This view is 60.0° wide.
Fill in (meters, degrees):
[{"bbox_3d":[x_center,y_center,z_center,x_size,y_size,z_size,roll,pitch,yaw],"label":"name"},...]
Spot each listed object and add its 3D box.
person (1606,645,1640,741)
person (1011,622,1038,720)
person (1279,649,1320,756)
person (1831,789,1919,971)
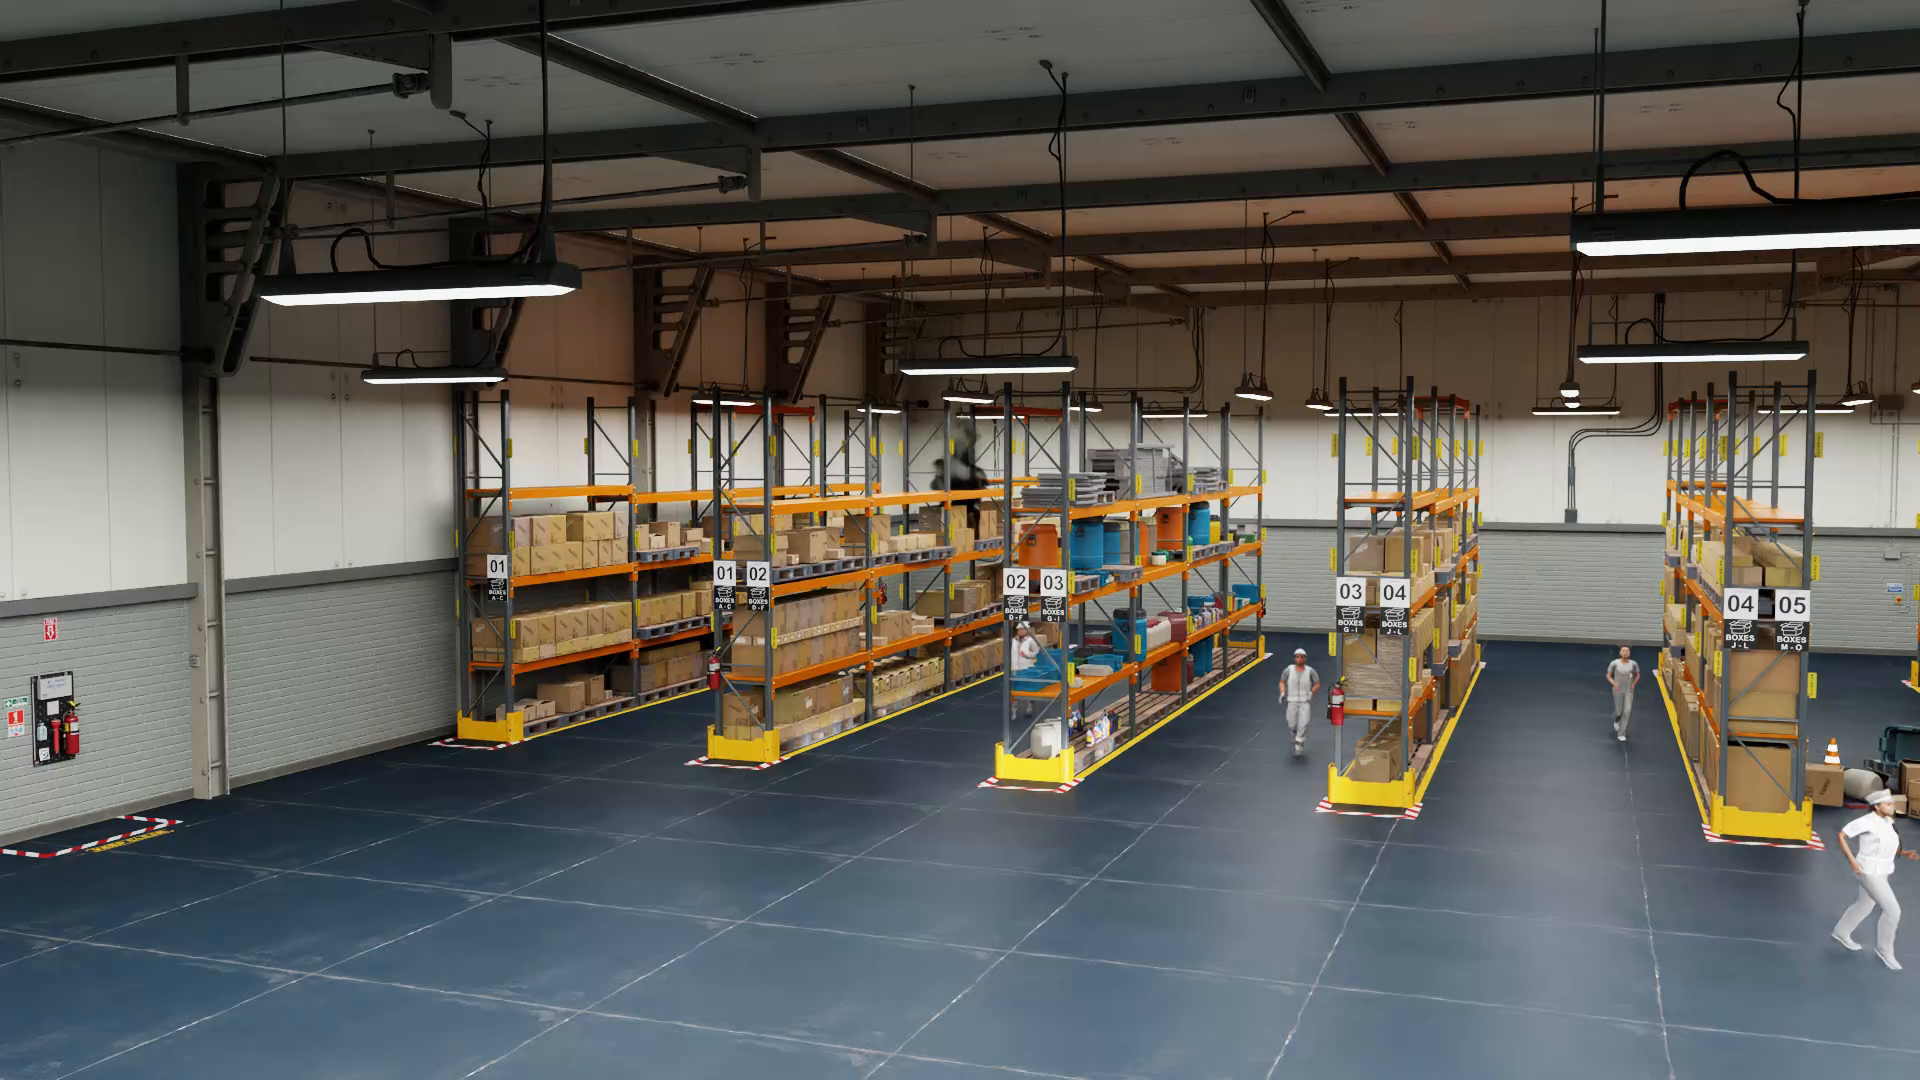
[{"bbox_3d":[11.403,2.608,28.593,0.556,1.633,0.733,1,3,11],"label":"person"},{"bbox_3d":[1.138,2.397,30.749,0.653,1.760,0.968,1,3,15],"label":"person"},{"bbox_3d":[5.539,2.642,27.126,0.658,1.738,0.601,1,3,14],"label":"person"},{"bbox_3d":[8.865,3.266,16.184,0.596,1.738,0.838,-2,4,-35],"label":"person"}]
